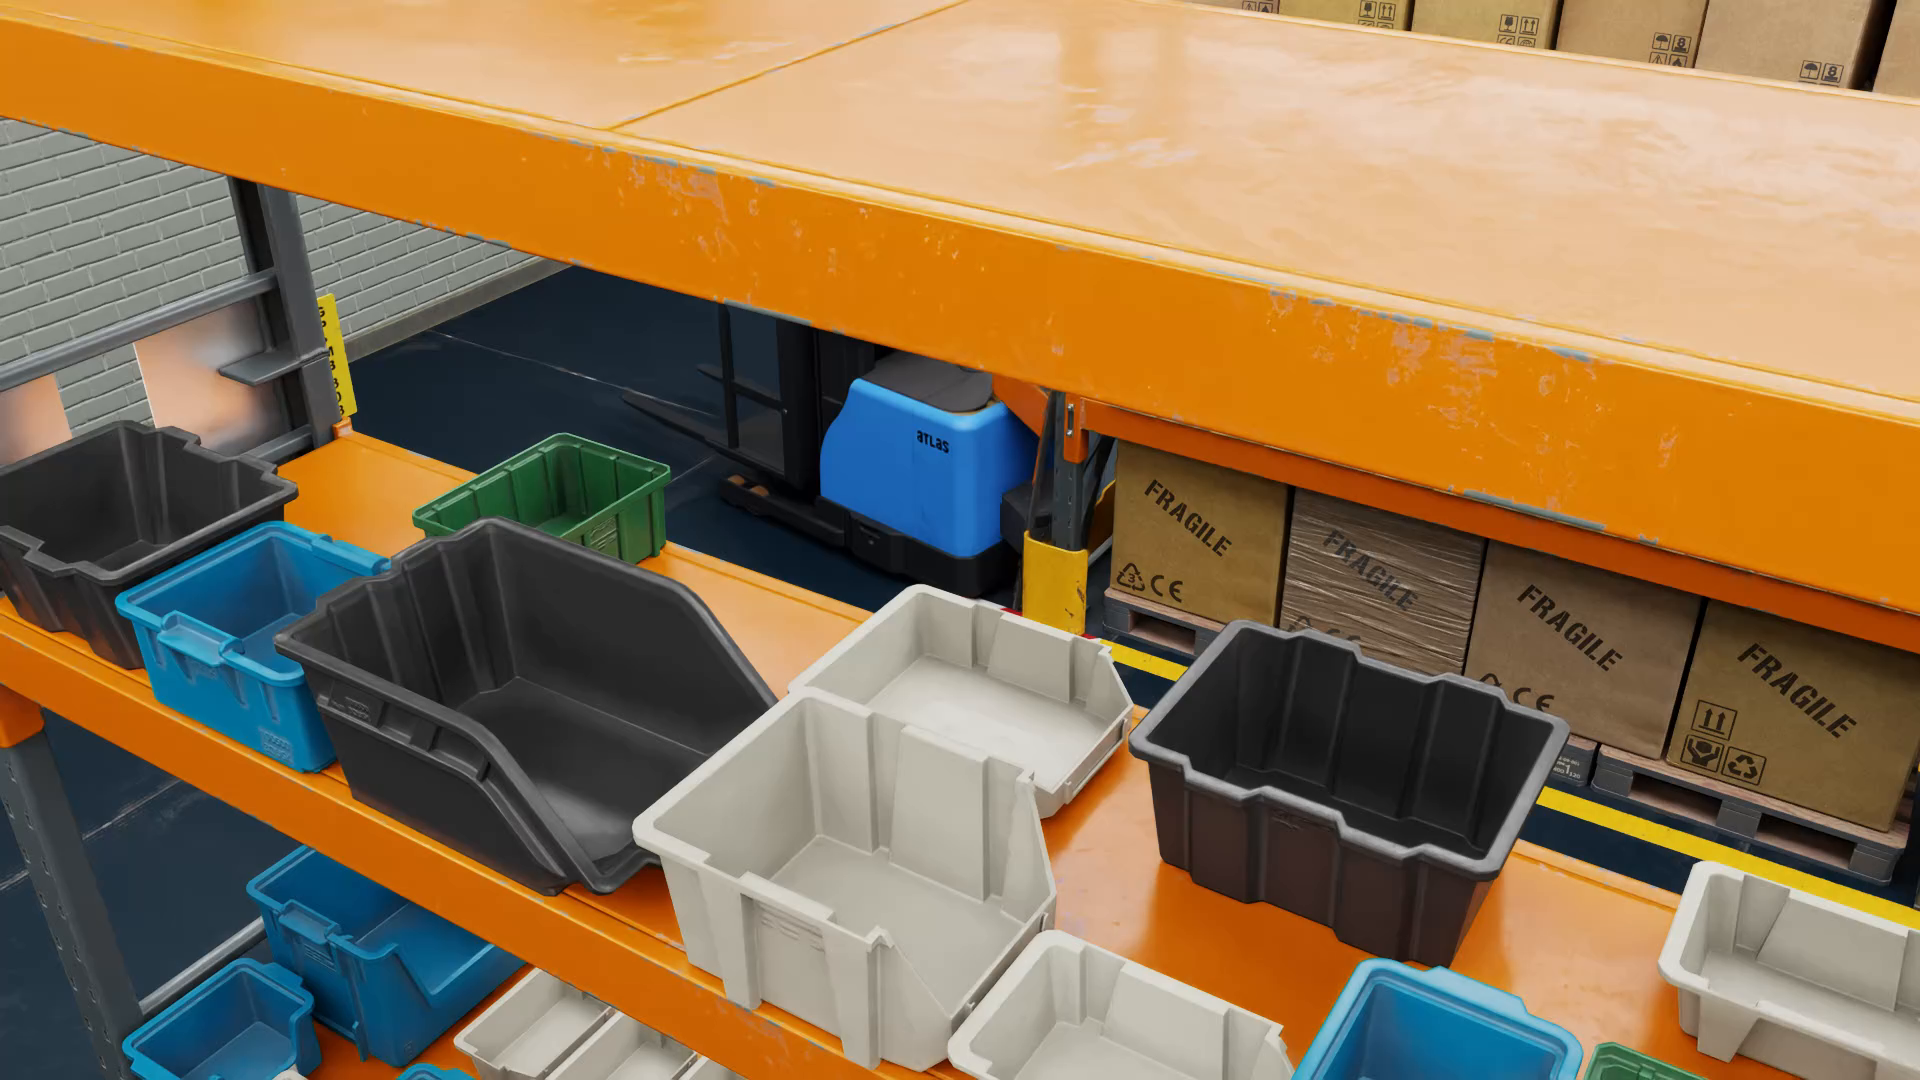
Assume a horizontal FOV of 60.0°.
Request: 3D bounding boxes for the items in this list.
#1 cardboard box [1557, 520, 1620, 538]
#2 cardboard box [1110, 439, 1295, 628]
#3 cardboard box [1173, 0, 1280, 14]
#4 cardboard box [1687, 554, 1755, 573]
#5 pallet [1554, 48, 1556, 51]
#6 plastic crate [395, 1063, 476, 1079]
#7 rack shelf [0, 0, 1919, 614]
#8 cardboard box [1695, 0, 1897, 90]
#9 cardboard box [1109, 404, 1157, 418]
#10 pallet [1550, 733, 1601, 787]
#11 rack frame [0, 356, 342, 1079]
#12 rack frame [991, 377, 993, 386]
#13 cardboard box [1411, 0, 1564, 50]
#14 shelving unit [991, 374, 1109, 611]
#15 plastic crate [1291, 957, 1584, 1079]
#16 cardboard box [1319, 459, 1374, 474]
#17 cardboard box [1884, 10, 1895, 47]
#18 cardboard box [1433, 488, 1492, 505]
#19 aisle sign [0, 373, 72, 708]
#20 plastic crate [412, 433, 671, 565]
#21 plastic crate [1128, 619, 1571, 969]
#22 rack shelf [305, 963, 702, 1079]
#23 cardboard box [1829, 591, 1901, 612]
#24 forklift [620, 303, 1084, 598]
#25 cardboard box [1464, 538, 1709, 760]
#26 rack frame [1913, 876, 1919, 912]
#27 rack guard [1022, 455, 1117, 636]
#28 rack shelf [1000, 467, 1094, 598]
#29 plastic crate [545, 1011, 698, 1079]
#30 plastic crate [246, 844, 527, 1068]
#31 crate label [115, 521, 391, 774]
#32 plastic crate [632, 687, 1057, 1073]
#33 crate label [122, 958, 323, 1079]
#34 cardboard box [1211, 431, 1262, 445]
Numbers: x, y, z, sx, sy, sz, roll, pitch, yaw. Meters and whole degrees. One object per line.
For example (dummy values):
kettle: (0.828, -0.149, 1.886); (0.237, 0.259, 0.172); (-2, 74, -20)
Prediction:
cardboard box: (2.637, -0.182, 6.834); (0.250, 0.149, 0.380); (17, 34, 27)
cardboard box: (1.355, -0.202, 8.311); (0.875, 0.875, 0.875); (18, 35, 27)
cardboard box: (1.239, -2.523, 7.006); (0.500, 0.500, 0.700); (15, 34, 24)
cardboard box: (3.073, -0.044, 6.598); (0.250, 0.149, 0.380); (18, 35, 28)
pallet: (2.442, -1.812, 6.491); (1.213, 0.211, 1.003); (18, 35, 27)
plastic crate: (-1.271, 1.468, 3.864); (0.300, 0.233, 0.416); (18, 35, 27)
rack shelf: (-0.169, -0.534, 2.346); (4.000, 0.370, 1.077); (18, 35, 27)
cardboard box: (3.010, -1.898, 5.934); (0.500, 0.500, 0.700); (19, 35, 30)
cardboard box: (0.896, -0.731, 7.776); (0.250, 0.149, 0.380); (18, 35, 28)
pallet: (2.518, 0.637, 7.949); (1.213, 0.211, 1.003); (18, 35, 27)
rack frame: (-1.863, 1.038, 4.494); (0.127, 3.000, 1.000); (18, 35, 27)
rack frame: (0.330, -0.799, 8.462); (0.400, 2.100, 0.015); (-13, 40, -28)
cardboard box: (2.116, -2.203, 6.457); (0.500, 0.500, 0.700); (15, 34, 24)
shelving unit: (0.451, -0.667, 8.295); (0.431, 2.100, 0.503); (-13, 40, -28)
plastic crate: (0.584, 0.779, 2.128); (0.300, 0.233, 0.416); (18, 35, 27)
cardboard box: (1.767, -0.457, 7.306); (0.250, 0.149, 0.380); (17, 34, 26)
cardboard box: (5.472, -2.987, 10.007); (0.500, 0.500, 0.500); (19, 35, 29)
cardboard box: (2.199, -0.320, 7.071); (0.250, 0.149, 0.380); (17, 34, 26)
aisle sign: (-2.082, 0.023, 3.654); (0.004, 0.787, 0.394); (18, 35, 27)
plastic crate: (-0.875, -0.024, 3.547); (0.336, 0.188, 0.450); (18, 35, 27)
plastic crate: (0.619, 0.421, 2.705); (0.590, 0.269, 0.497); (18, 35, 27)
rack shelf: (-0.169, 1.885, 3.757); (4.000, 0.370, 1.077); (18, 35, 27)
cardboard box: (3.507, 0.094, 6.362); (0.250, 0.149, 0.380); (18, 35, 28)
forklift: (-0.757, -1.582, 9.054); (3.031, 2.935, 1.130); (24, 38, 35)
cardboard box: (2.880, 0.280, 7.485); (0.875, 0.875, 0.875); (18, 35, 27)
rack frame: (4.158, -0.004, 6.280); (0.127, 3.000, 1.000); (18, 35, 27)
rack guard: (0.750, -0.002, 8.758); (0.348, 0.500, 1.175); (18, 35, 27)
rack shelf: (0.367, -0.083, 8.697); (0.431, 0.518, 0.480); (-13, 40, -28)
plastic crate: (-0.838, 1.351, 4.159); (0.243, 0.136, 0.396); (18, 35, 27)
plastic crate: (-1.480, 1.007, 4.453); (0.499, 0.435, 0.616); (18, 35, 27)
crate label: (-1.253, 0.192, 3.115); (0.502, 0.251, 0.408); (18, 35, 27)
plastic crate: (-0.150, 0.519, 2.524); (0.530, 0.282, 0.437); (18, 35, 27)
crate label: (-1.829, 1.291, 4.166); (0.303, 0.233, 0.416); (18, 35, 27)
cardboard box: (1.331, -0.595, 7.542); (0.250, 0.149, 0.380); (17, 34, 26)
